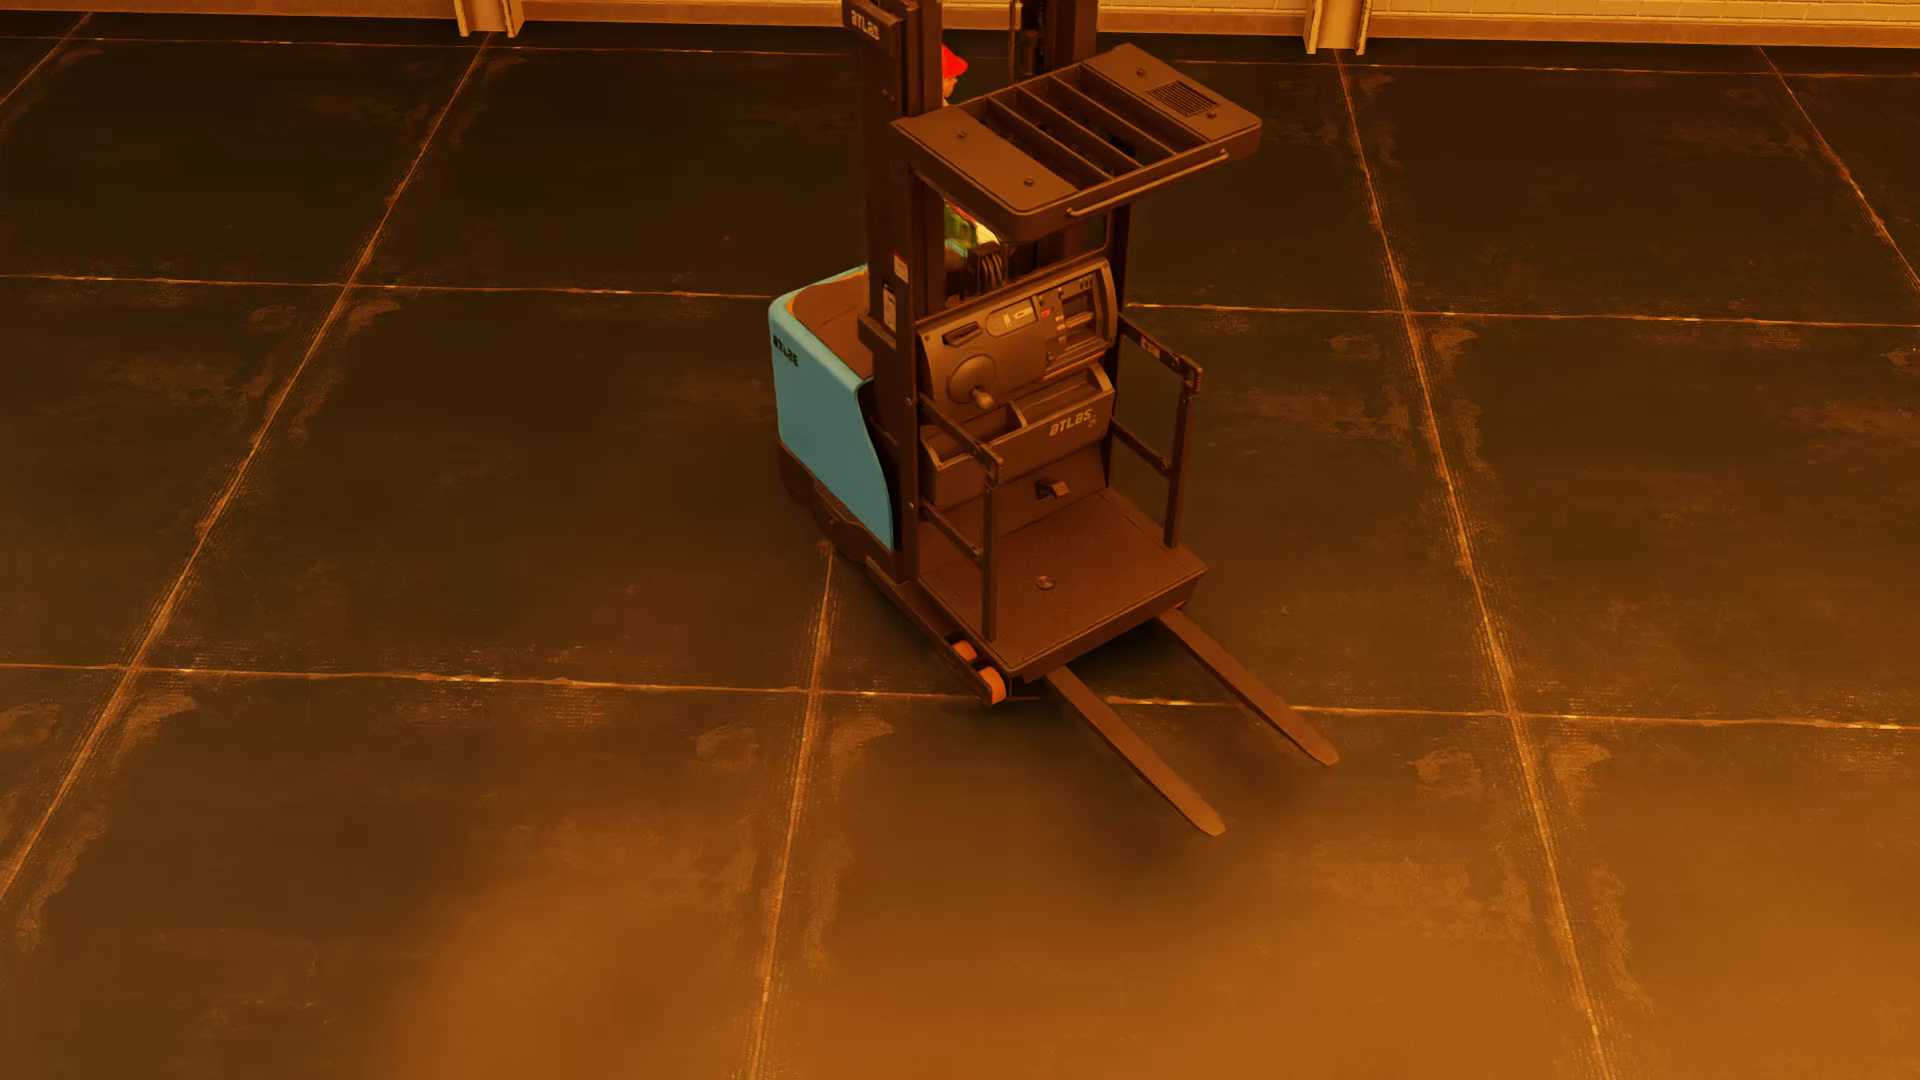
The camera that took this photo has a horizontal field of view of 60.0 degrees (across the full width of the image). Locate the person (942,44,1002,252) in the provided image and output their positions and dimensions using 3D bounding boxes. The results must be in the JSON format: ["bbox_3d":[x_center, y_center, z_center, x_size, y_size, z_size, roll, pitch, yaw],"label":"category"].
[{"bbox_3d":[-0.041,-1.793,8.689,0.554,1.699,0.858,2,42,2],"label":"person"}]

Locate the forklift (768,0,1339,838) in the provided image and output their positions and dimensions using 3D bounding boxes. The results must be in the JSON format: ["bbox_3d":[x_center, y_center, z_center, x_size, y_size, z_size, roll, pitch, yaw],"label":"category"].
[{"bbox_3d":[0.371,-0.747,6.561,1.130,2.935,3.031,-25,48,-25],"label":"forklift"}]
